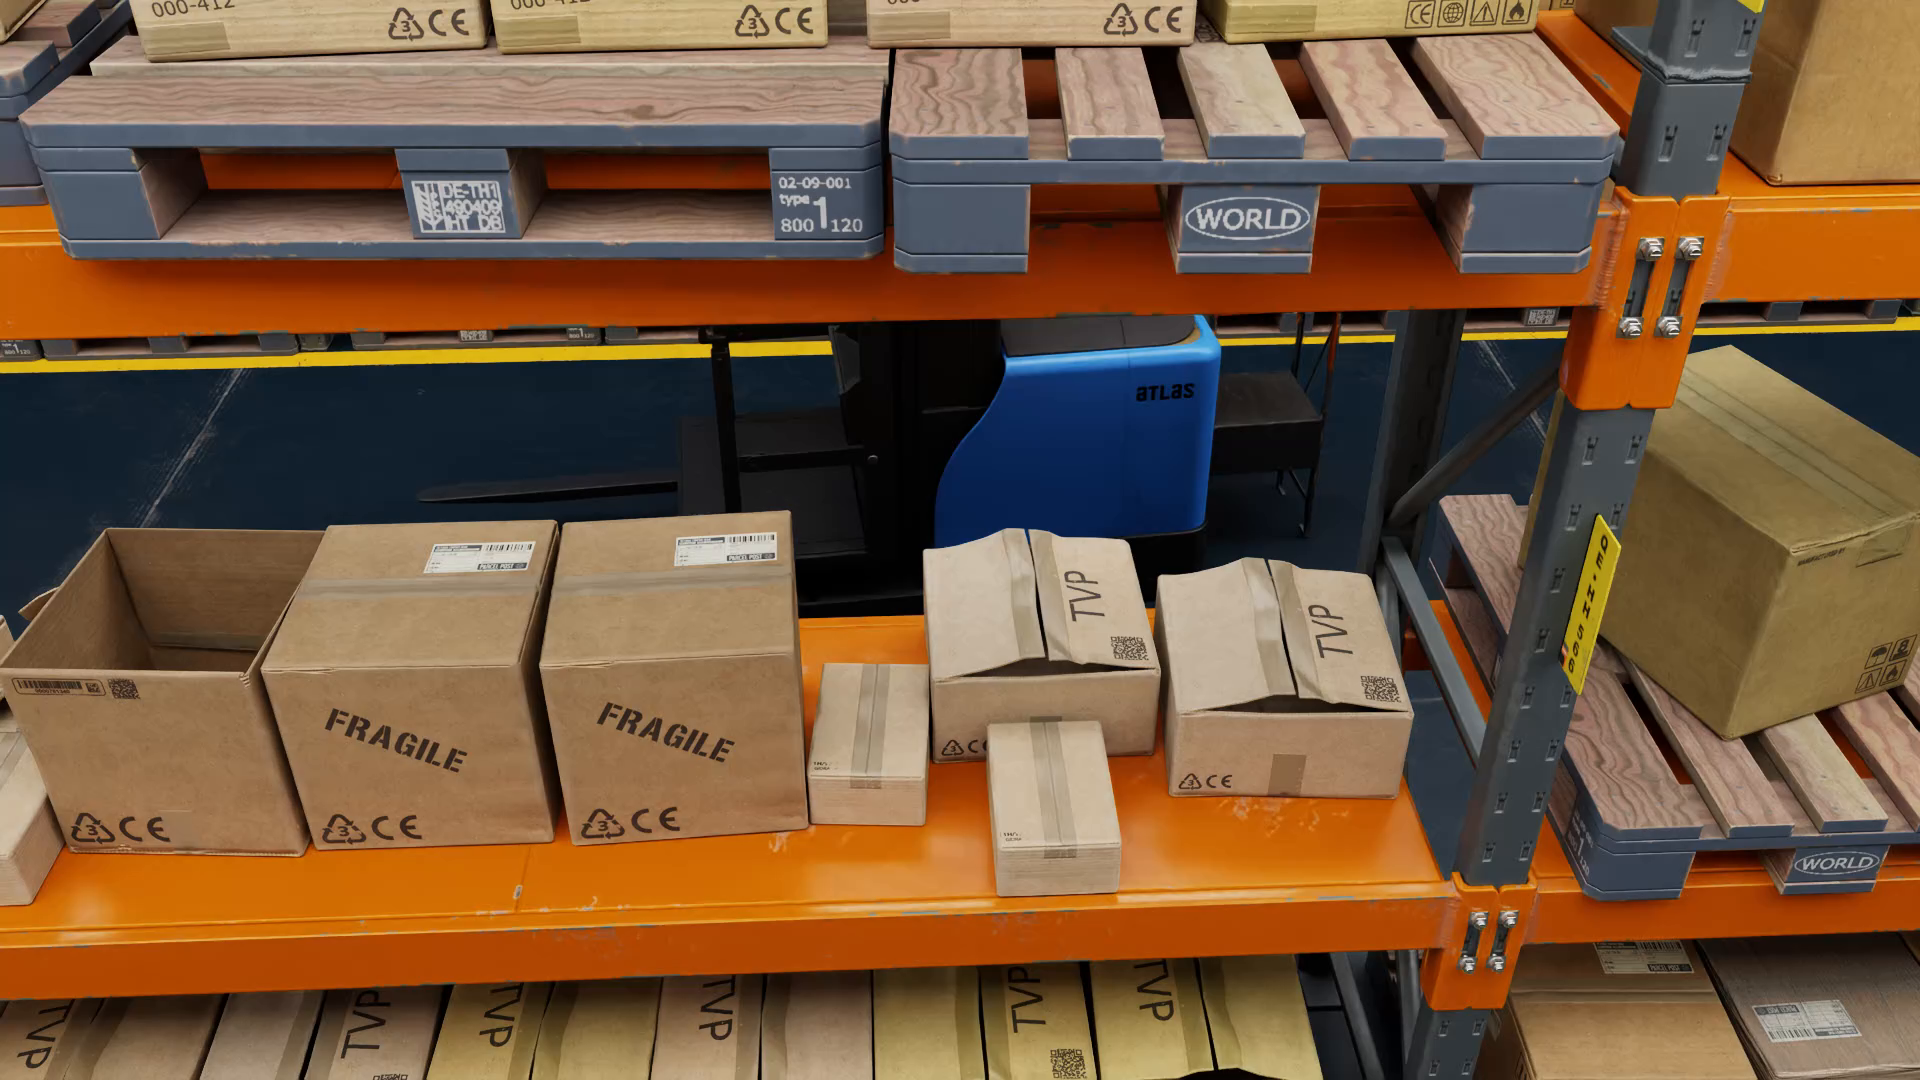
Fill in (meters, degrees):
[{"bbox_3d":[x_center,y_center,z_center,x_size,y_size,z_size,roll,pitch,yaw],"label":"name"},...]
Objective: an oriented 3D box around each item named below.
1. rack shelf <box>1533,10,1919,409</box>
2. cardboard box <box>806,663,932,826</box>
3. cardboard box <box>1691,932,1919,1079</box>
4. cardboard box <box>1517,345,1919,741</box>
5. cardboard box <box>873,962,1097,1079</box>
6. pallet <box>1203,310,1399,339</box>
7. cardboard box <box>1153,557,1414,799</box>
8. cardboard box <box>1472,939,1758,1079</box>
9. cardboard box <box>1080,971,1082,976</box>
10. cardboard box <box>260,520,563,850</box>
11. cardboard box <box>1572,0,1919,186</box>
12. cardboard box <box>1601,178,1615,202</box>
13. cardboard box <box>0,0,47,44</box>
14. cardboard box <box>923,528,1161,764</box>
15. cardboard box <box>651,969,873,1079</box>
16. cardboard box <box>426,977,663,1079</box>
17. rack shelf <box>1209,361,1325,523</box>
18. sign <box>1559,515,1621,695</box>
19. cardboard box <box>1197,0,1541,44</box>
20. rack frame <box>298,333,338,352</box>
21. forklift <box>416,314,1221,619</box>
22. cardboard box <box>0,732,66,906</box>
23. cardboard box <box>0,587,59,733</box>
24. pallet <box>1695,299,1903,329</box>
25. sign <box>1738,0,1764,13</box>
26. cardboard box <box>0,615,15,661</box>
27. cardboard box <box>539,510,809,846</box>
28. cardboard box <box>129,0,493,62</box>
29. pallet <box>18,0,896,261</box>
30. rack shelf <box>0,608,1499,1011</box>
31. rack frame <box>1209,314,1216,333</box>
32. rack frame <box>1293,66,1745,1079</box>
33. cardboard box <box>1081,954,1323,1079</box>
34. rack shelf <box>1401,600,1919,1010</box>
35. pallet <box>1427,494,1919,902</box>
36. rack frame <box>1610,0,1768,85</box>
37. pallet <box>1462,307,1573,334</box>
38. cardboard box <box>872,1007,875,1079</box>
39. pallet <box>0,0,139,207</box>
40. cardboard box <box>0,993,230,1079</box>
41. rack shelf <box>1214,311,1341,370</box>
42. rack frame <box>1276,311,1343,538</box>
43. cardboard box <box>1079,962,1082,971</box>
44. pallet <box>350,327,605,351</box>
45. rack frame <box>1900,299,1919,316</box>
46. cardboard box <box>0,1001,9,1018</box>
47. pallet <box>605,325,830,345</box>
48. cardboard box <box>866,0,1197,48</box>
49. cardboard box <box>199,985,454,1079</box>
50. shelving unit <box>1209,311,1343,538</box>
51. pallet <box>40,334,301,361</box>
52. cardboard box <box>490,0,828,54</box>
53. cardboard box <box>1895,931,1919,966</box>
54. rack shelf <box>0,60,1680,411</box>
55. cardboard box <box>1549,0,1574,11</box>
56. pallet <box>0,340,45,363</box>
[{"bbox_3d":[3.075,-0.713,3.141,4.000,0.370,1.077,-2,35,-2],"label":"rack shelf"},{"bbox_3d":[-0.194,0.448,3.688,0.250,0.149,0.380,1,35,1],"label":"cardboard box"},{"bbox_3d":[2.068,1.258,4.107,0.500,0.500,0.500,-3,35,-4],"label":"cardboard box"},{"bbox_3d":[1.701,-0.017,3.682,0.500,0.500,0.700,-13,37,-18],"label":"cardboard box"},{"bbox_3d":[0.047,1.177,3.968,0.500,0.311,0.500,-2,35,-3],"label":"cardboard box"},{"bbox_3d":[1.630,-1.369,8.543,1.213,0.211,1.003,-2,35,-2],"label":"pallet"},{"bbox_3d":[0.712,0.300,3.759,0.500,0.311,0.500,1,35,1],"label":"cardboard box"},{"bbox_3d":[1.545,1.275,4.082,0.500,0.500,0.500,0,35,0],"label":"cardboard box"},{"bbox_3d":[0.540,1.083,4.596,0.500,0.250,0.500,-2,35,-2],"label":"cardboard box"},{"bbox_3d":[-1.124,0.306,3.585,0.500,0.500,0.500,-1,35,-2],"label":"cardboard box"},{"bbox_3d":[1.511,-1.027,2.875,0.500,0.500,0.910,-2,35,-2],"label":"cardboard box"},{"bbox_3d":[3.304,-1.817,8.260,0.750,0.750,0.750,-1,35,-1],"label":"cardboard box"},{"bbox_3d":[-1.754,-0.986,2.666,0.500,0.250,0.500,-5,35,-7],"label":"cardboard box"},{"bbox_3d":[0.175,0.229,3.862,0.500,0.311,0.500,-2,35,-3],"label":"cardboard box"},{"bbox_3d":[-0.458,1.189,3.950,0.500,0.311,0.500,-2,35,-3],"label":"cardboard box"},{"bbox_3d":[-0.958,1.201,3.932,0.500,0.311,0.500,-1,35,-1],"label":"cardboard box"},{"bbox_3d":[1.143,-0.379,6.703,0.480,0.518,0.431,-4,35,-7],"label":"rack shelf"},{"bbox_3d":[1.107,0.117,2.927,0.005,0.325,0.100,-2,35,-2],"label":"sign"},{"bbox_3d":[0.627,-1.022,2.718,0.500,0.250,0.500,-4,35,-6],"label":"cardboard box"},{"bbox_3d":[-3.157,-2.430,7.625,0.127,3.000,1.000,-2,35,-2],"label":"rack frame"},{"bbox_3d":[-0.617,-1.153,5.840,3.031,2.935,1.130,-5,35,-7],"label":"forklift"},{"bbox_3d":[-2.024,0.581,3.495,0.250,0.149,0.380,-2,35,-2],"label":"cardboard box"},{"bbox_3d":[-2.049,0.313,3.780,0.258,0.266,0.396,-2,35,-3],"label":"cardboard box"},{"bbox_3d":[4.067,-1.435,8.638,1.213,0.211,1.003,-2,35,-2],"label":"pallet"},{"bbox_3d":[1.095,-0.885,2.233,0.005,0.325,0.100,-2,35,-2],"label":"sign"},{"bbox_3d":[-2.429,0.409,3.654,0.500,0.250,0.500,1,35,1],"label":"cardboard box"},{"bbox_3d":[-0.598,0.291,3.605,0.500,0.500,0.500,-3,35,-5],"label":"cardboard box"},{"bbox_3d":[-1.006,-0.975,2.650,0.500,0.250,0.500,-4,35,-6],"label":"cardboard box"},{"bbox_3d":[-0.713,-0.777,2.767,1.213,0.211,1.003,0,35,0],"label":"pallet"},{"bbox_3d":[-0.921,0.628,3.839,4.000,0.370,1.077,-2,35,-2],"label":"rack shelf"},{"bbox_3d":[0.906,-0.948,6.268,0.015,2.100,0.400,-4,35,-7],"label":"rack frame"},{"bbox_3d":[1.077,0.278,3.712,0.127,3.000,1.000,-2,35,-2],"label":"rack frame"},{"bbox_3d":[0.566,1.159,3.993,0.500,0.311,0.500,-1,35,-1],"label":"cardboard box"},{"bbox_3d":[3.075,0.520,3.995,4.000,0.370,1.077,-2,35,-2],"label":"rack shelf"},{"bbox_3d":[1.751,0.299,3.851,1.003,0.211,1.213,-2,35,-2],"label":"pallet"},{"bbox_3d":[1.077,-2.189,2.005,0.127,3.000,1.000,-2,35,-2],"label":"rack frame"},{"bbox_3d":[2.846,-1.401,8.588,1.213,0.211,1.003,-2,35,-2],"label":"pallet"},{"bbox_3d":[-0.454,1.417,4.114,0.500,0.250,0.500,-1,35,-1],"label":"cardboard box"},{"bbox_3d":[-2.038,-0.800,2.802,1.217,0.209,0.805,-3,35,-4],"label":"pallet"},{"bbox_3d":[-1.993,1.233,3.887,0.500,0.311,0.500,-2,35,-3],"label":"cardboard box"},{"bbox_3d":[1.148,-0.955,6.306,0.480,0.518,0.431,-4,35,-7],"label":"rack shelf"},{"bbox_3d":[1.389,-0.985,6.328,0.015,2.100,0.400,-4,35,-7],"label":"rack frame"},{"bbox_3d":[0.540,0.853,4.437,0.500,0.311,0.500,0,35,-1],"label":"cardboard box"},{"bbox_3d":[-2.379,-1.305,8.450,1.213,0.211,1.003,-2,35,-2],"label":"pallet"},{"bbox_3d":[4.834,-2.645,7.937,0.127,3.000,1.000,-2,35,-2],"label":"rack frame"},{"bbox_3d":[-2.494,1.244,3.872,0.500,0.311,0.500,-1,35,-2],"label":"cardboard box"},{"bbox_3d":[-1.157,-1.340,8.500,1.213,0.211,1.003,-2,35,-2],"label":"pallet"},{"bbox_3d":[0.104,-0.998,2.683,0.500,0.250,0.500,-1,35,-1],"label":"cardboard box"},{"bbox_3d":[-1.477,1.218,3.908,0.500,0.311,0.500,-3,35,-4],"label":"cardboard box"},{"bbox_3d":[1.148,-0.966,6.298,0.503,2.100,0.431,-4,35,-7],"label":"shelving unit"},{"bbox_3d":[-3.826,-1.245,8.364,1.213,0.211,1.003,-2,35,-2],"label":"pallet"},{"bbox_3d":[-0.468,-0.989,2.670,0.500,0.250,0.500,-2,35,-3],"label":"cardboard box"},{"bbox_3d":[2.569,1.247,4.122,0.500,0.500,0.500,-2,35,-3],"label":"cardboard box"},{"bbox_3d":[-0.921,-0.606,2.986,4.000,0.370,1.077,-2,35,-2],"label":"rack shelf"},{"bbox_3d":[2.875,-2.617,7.529,0.500,0.500,0.500,-1,35,-1],"label":"cardboard box"},{"bbox_3d":[-5.047,-1.211,8.314,1.213,0.211,1.003,-2,35,-2],"label":"pallet"}]
